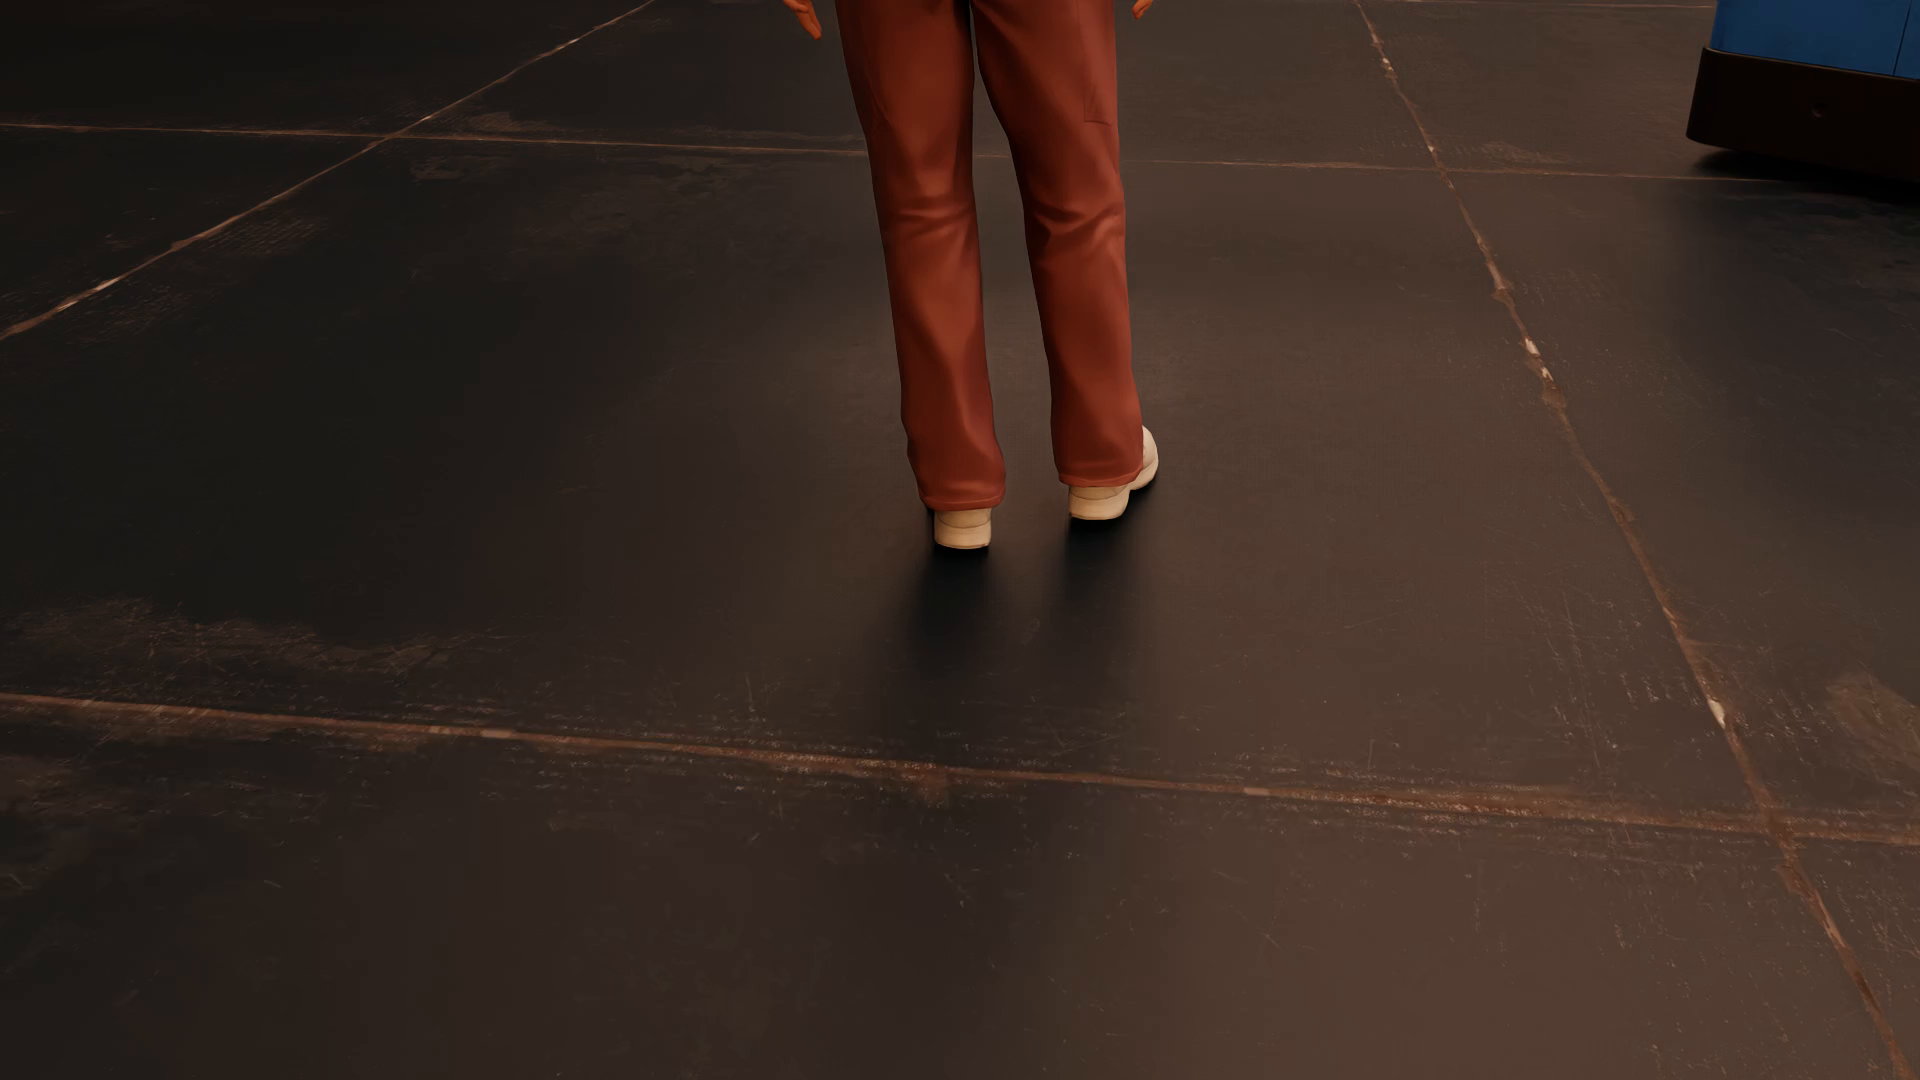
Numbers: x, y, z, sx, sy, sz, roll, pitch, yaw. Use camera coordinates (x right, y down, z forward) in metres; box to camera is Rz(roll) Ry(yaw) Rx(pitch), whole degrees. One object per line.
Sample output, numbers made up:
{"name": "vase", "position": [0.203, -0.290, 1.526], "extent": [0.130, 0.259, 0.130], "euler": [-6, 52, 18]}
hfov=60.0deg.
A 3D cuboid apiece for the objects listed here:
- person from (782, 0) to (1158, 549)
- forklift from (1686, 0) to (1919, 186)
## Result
{"name": "person", "position": [0.021, -0.677, 2.242], "extent": [0.553, 1.428, 0.549], "euler": [3, 27, 7]}
{"name": "forklift", "position": [3.432, -2.605, 4.439], "extent": [3.031, 2.935, 1.130], "euler": [-21, 33, -36]}
